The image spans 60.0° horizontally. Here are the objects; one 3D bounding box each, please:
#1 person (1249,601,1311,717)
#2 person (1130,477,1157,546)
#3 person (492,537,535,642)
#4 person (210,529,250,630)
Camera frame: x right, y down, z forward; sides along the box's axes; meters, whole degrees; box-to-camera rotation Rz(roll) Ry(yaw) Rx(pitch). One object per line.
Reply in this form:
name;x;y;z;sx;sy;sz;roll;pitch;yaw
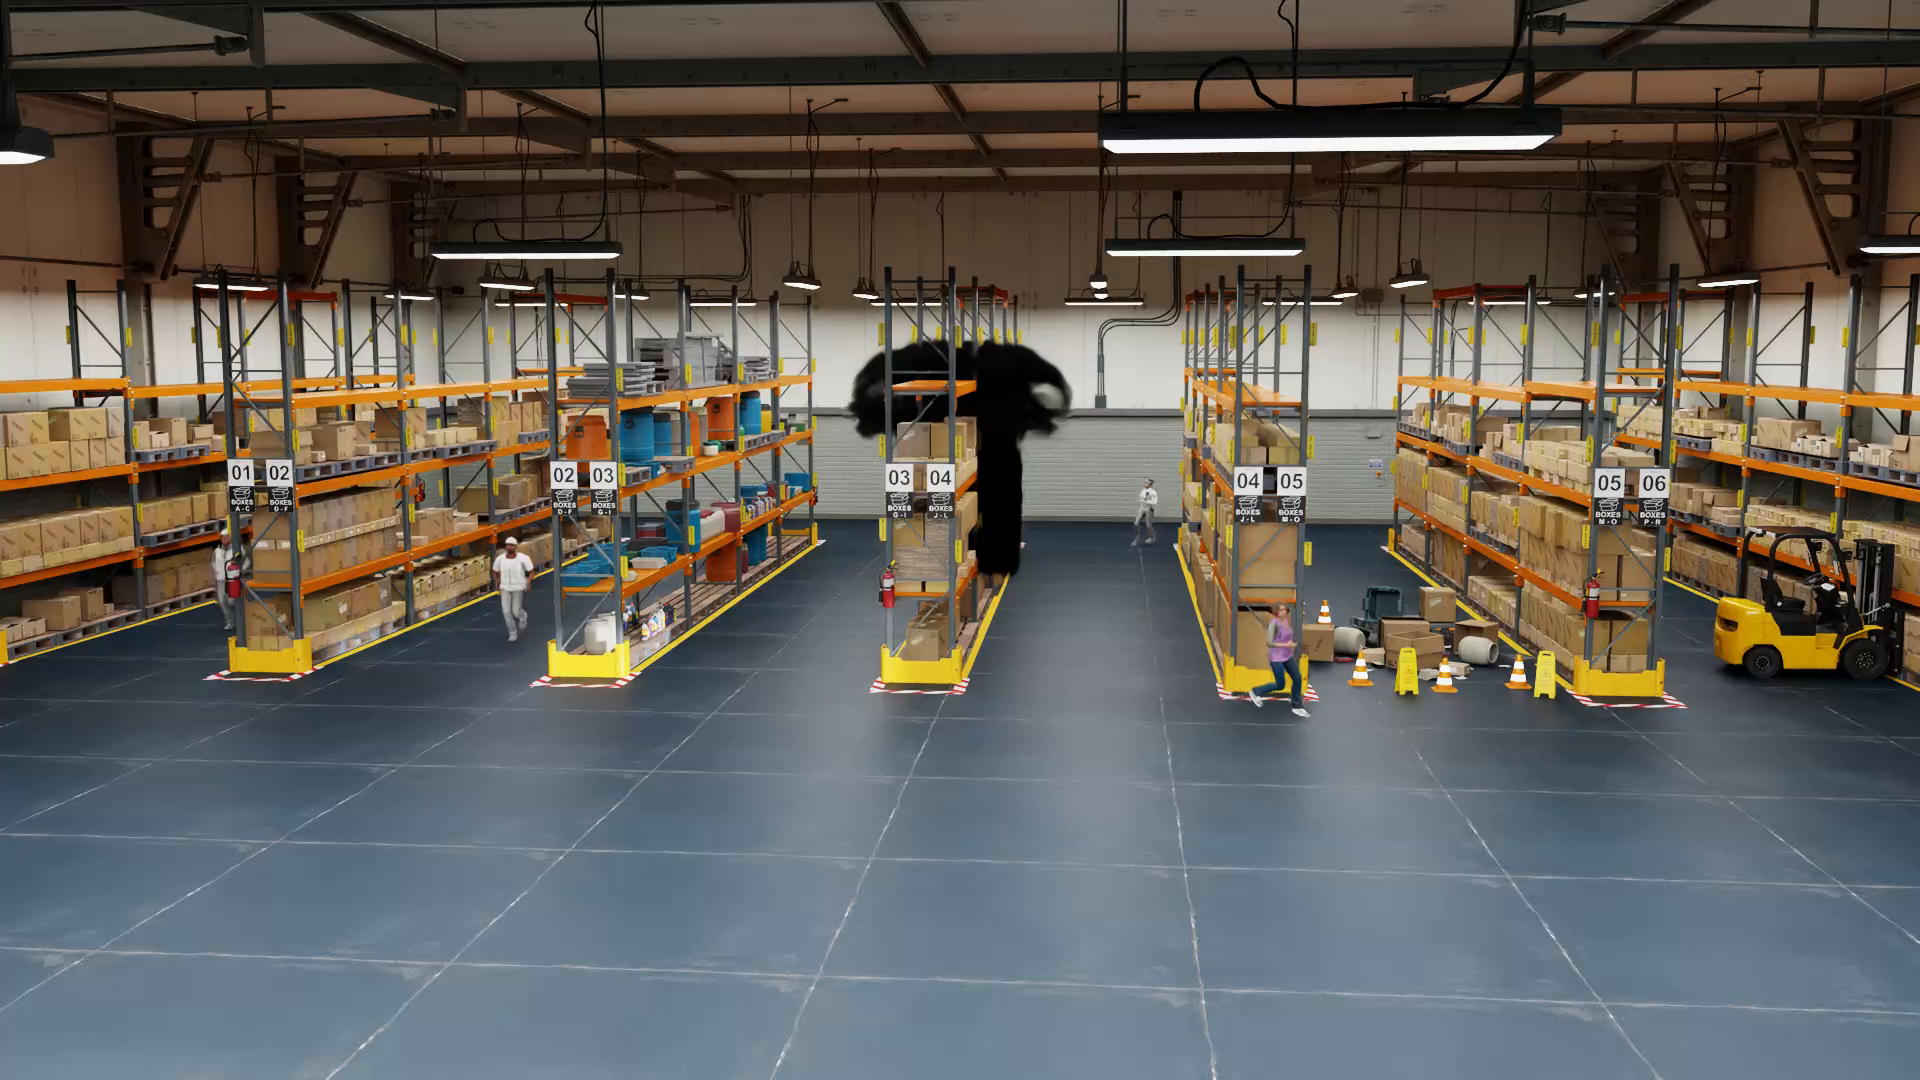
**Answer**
person;4.214;1.584;22.059;0.782;1.565;0.569;6;9;40
person;4.567;-0.674;40.167;0.657;1.712;0.676;-6;9;-41
person;-7.438;0.804;27.645;0.692;1.726;0.598;0;7;-1
person;-12.631;0.669;28.741;0.661;1.731;0.585;0;7;-2
